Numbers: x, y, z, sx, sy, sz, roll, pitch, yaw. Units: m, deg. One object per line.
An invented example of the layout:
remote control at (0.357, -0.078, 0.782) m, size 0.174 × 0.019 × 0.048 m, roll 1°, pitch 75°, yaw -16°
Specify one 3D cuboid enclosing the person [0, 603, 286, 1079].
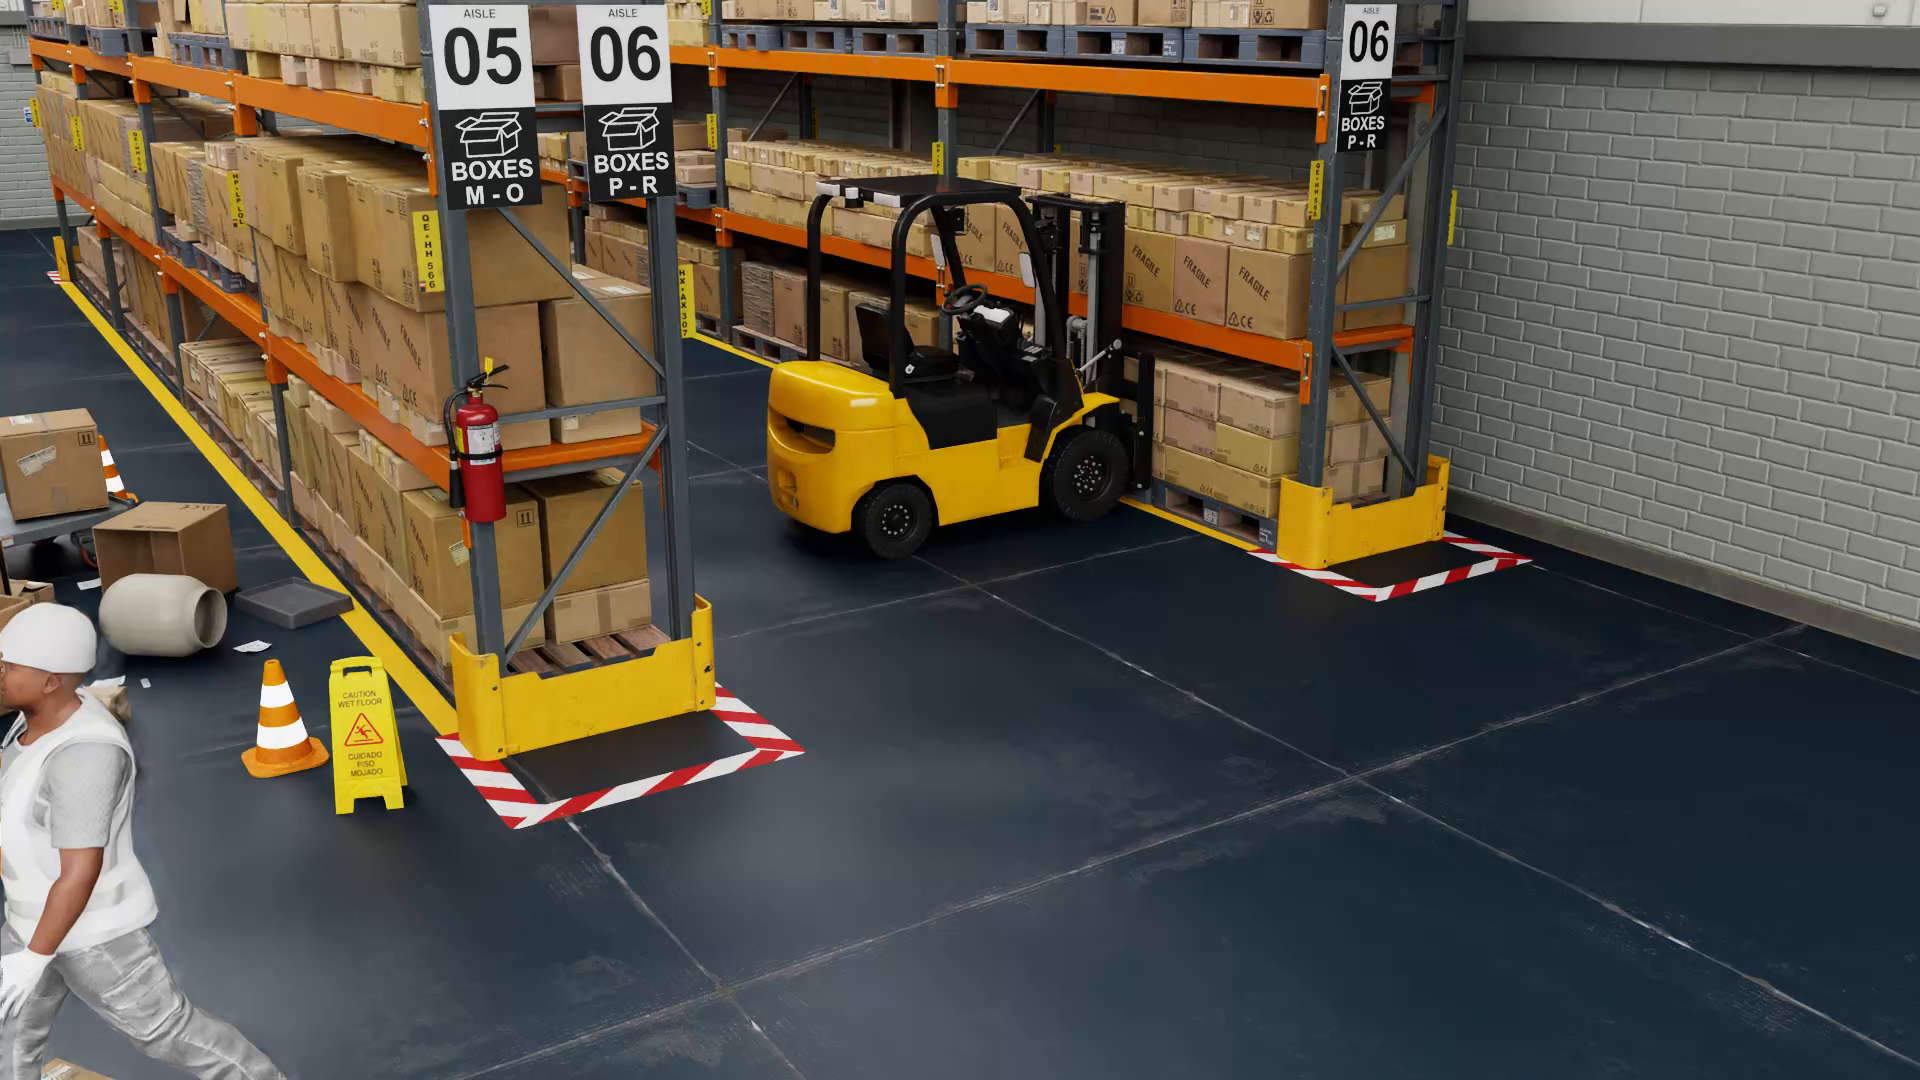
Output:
person at (-2.390, 1.012, 4.385) m, size 1.058 × 1.734 × 0.552 m, roll -16°, pitch 24°, yaw -40°
